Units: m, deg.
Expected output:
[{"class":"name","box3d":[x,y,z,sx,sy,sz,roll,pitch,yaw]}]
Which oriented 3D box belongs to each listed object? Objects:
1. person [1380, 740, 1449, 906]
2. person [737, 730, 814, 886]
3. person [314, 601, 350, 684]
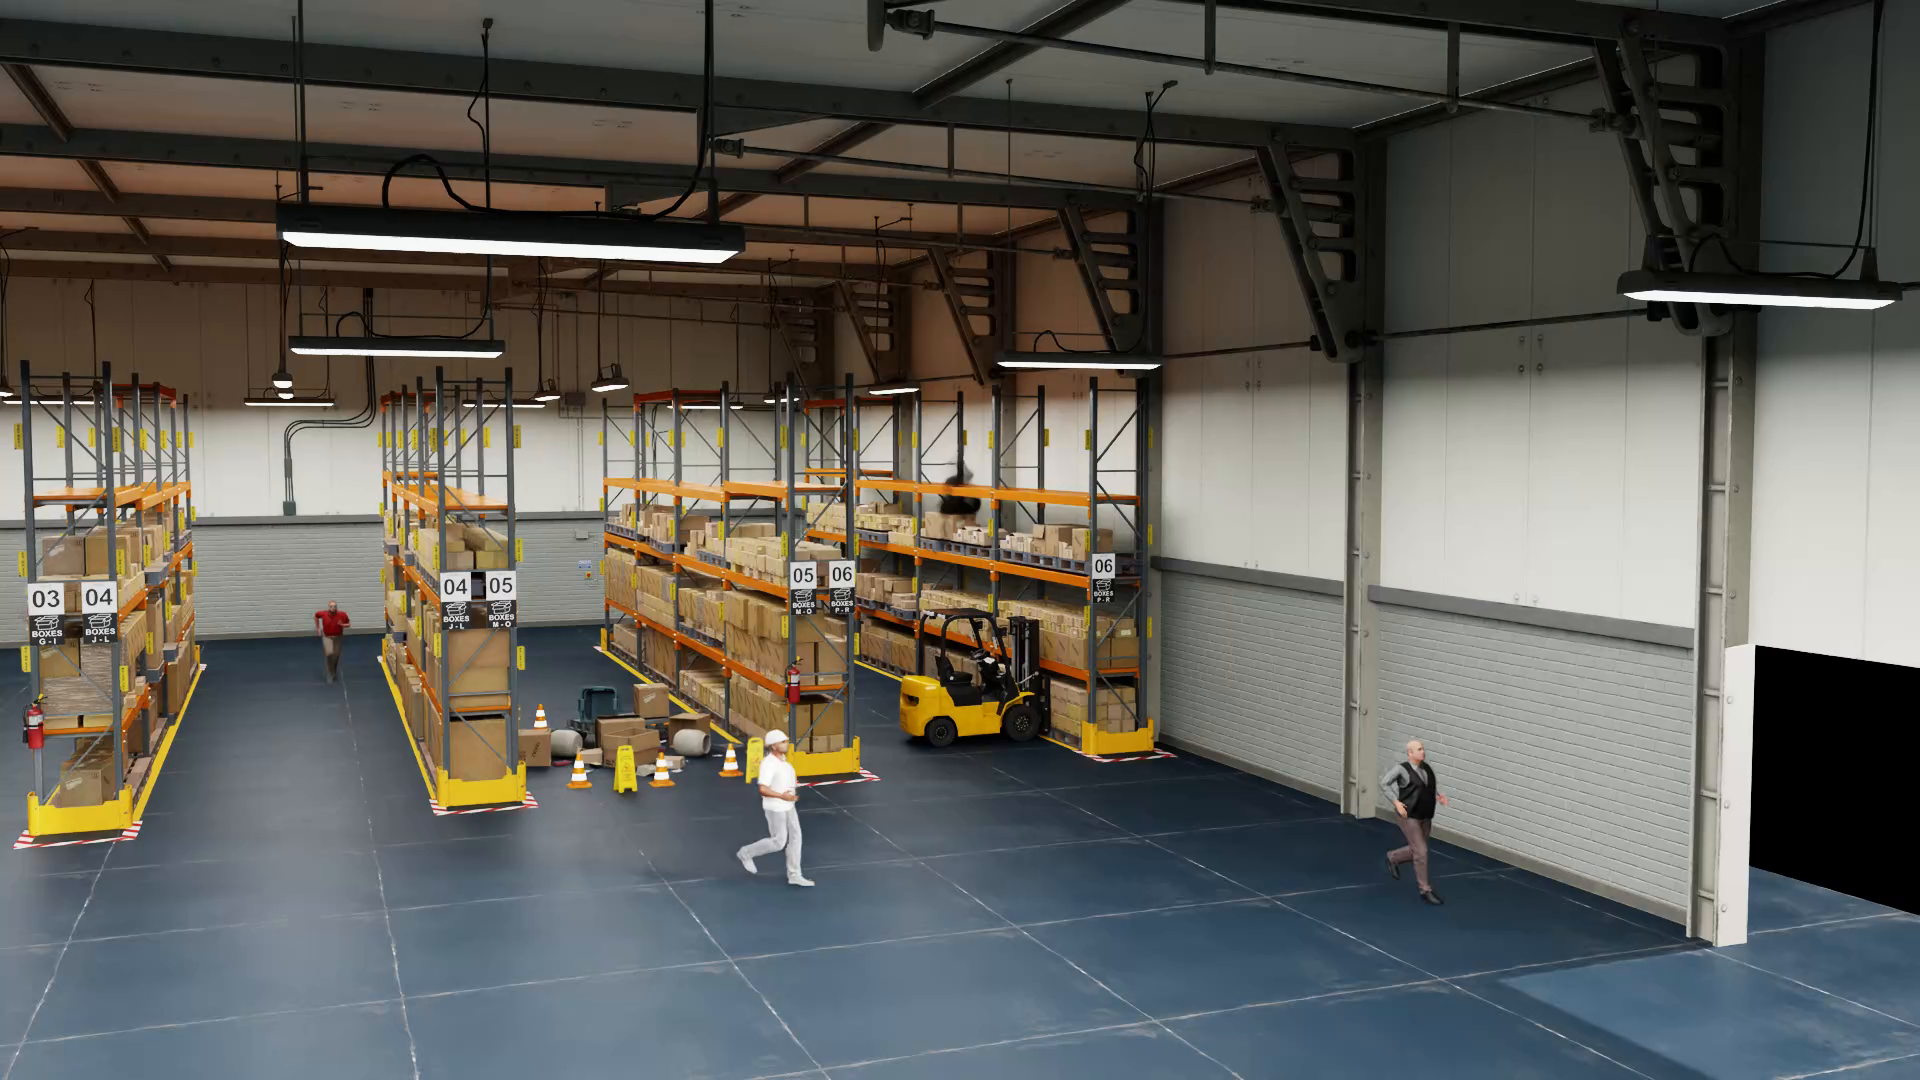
[{"class":"person","box3d":[4.966,3.052,18.222,0.663,1.727,0.928,-2,4,-31]},{"class":"person","box3d":[-2.064,3.005,18.686,0.894,1.756,0.702,1,4,17]},{"class":"person","box3d":[-12.981,2.101,34.407,0.649,1.726,0.947,-2,4,-30]}]
